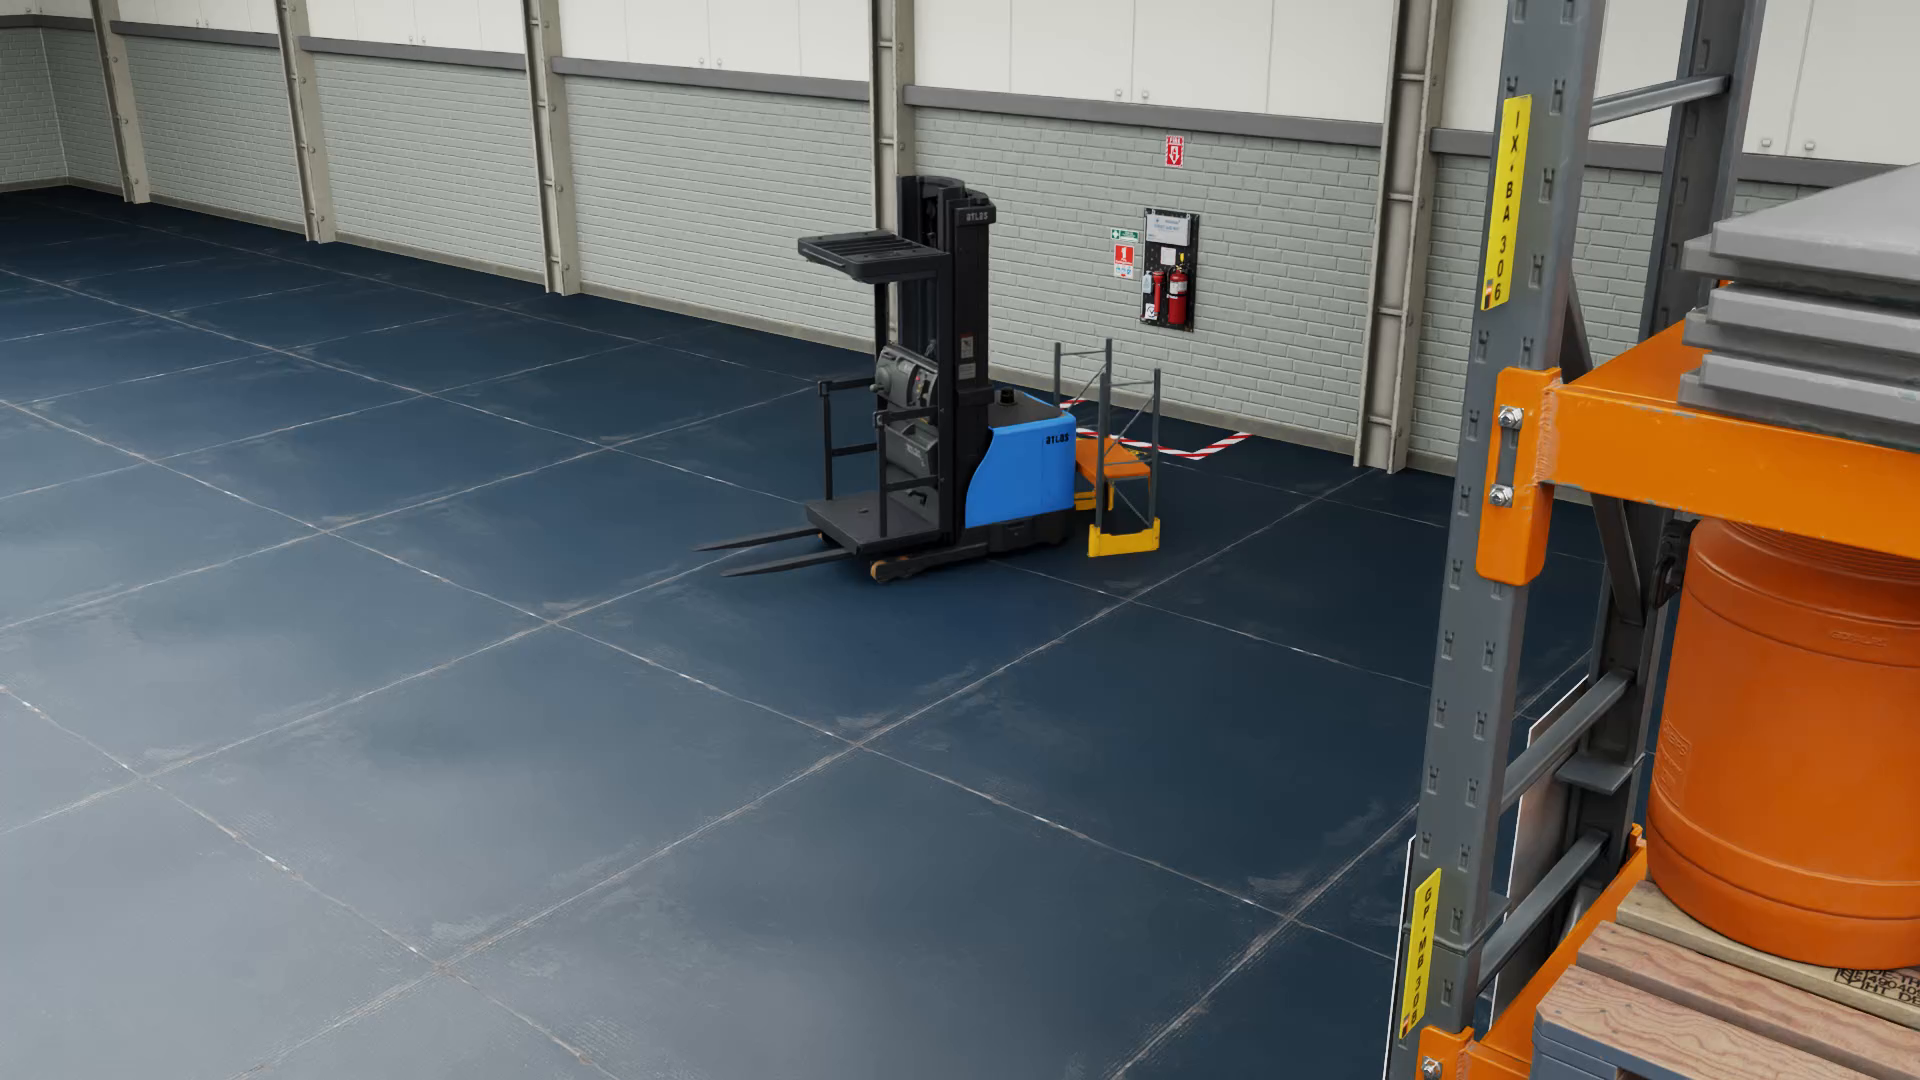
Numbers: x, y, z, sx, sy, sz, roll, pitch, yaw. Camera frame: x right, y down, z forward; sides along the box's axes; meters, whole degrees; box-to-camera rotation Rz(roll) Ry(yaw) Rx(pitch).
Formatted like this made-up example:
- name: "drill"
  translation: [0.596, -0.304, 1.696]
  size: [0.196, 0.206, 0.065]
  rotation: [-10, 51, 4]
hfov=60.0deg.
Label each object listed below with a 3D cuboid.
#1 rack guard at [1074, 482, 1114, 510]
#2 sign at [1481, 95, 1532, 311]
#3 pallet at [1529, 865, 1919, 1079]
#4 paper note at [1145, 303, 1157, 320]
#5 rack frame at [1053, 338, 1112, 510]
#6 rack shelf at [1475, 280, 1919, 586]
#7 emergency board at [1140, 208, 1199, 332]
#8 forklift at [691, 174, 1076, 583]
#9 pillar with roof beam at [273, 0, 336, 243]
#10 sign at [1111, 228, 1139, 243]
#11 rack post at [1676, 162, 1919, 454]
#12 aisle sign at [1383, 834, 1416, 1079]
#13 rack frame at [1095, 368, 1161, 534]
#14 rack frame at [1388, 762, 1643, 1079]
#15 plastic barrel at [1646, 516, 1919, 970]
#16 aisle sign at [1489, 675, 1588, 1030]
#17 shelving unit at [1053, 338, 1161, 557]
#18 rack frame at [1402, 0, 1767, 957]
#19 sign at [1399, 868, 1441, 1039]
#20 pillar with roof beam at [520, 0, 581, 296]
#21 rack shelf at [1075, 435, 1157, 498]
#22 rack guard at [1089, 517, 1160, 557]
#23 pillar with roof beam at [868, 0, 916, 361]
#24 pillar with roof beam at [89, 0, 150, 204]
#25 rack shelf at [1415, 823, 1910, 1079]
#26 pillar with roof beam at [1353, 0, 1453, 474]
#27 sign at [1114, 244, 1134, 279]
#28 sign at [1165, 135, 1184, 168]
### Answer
- name: "rack guard"
  translation: [1.032, -0.362, 14.273]
  size: [0.587, 0.250, 0.087]
  rotation: [-6, 22, -16]
- name: "sign"
  translation: [0.859, -0.529, 2.613]
  size: [0.005, 0.325, 0.100]
  rotation: [16, 26, 36]
- name: "pallet"
  translation: [1.789, 0.927, 2.974]
  size: [1.213, 0.211, 1.003]
  rotation: [16, 26, 36]
- name: "paper note"
  translation: [1.931, -2.304, 16.775]
  size: [0.142, 0.148, 0.016]
  rotation: [16, 26, 36]
- name: "rack frame"
  translation: [1.027, -0.953, 14.070]
  size: [0.500, 1.500, 0.032]
  rotation: [-6, 22, -16]
- name: "rack shelf"
  translation: [2.759, 0.194, 1.986]
  size: [4.000, 0.370, 1.077]
  rotation: [16, 26, 36]
- name: "emergency board"
  translation: [2.024, -2.658, 16.464]
  size: [0.643, 1.169, 0.194]
  rotation: [16, 26, 36]
- name: "forklift"
  translation: [-0.596, -1.255, 12.844]
  size: [3.031, 2.935, 1.130]
  rotation: [-11, 23, -27]
- name: "pillar with roof beam"
  translation: [-12.752, -7.742, 21.445]
  size: [0.400, 9.000, 9.100]
  rotation: [16, 26, 36]
- name: "sign"
  translation: [1.659, -3.070, 16.757]
  size: [0.331, 0.109, 0.001]
  rotation: [16, 26, 36]
- name: "rack post"
  translation: [1.715, -0.338, 2.521]
  size: [0.937, 0.300, 0.954]
  rotation: [-19, 28, -41]
- name: "aisle sign"
  translation: [0.969, 0.879, 3.402]
  size: [0.004, 0.787, 0.394]
  rotation: [16, 26, 36]
- name: "rack frame"
  translation: [1.323, -0.610, 13.160]
  size: [0.500, 1.500, 0.032]
  rotation: [-6, 22, -16]
- name: "rack frame"
  translation: [1.210, 2.031, 4.030]
  size: [0.127, 3.000, 1.000]
  rotation: [16, 26, 36]
- name: "plastic barrel"
  translation: [1.667, 0.304, 3.156]
  size: [0.708, 0.830, 0.600]
  rotation: [16, 26, 36]
- name: "aisle sign"
  translation: [1.342, 0.718, 3.830]
  size: [0.004, 0.787, 0.394]
  rotation: [16, 26, 36]
- name: "shelving unit"
  translation: [1.178, -0.778, 13.606]
  size: [0.587, 1.500, 1.083]
  rotation: [-6, 22, -16]
- name: "rack frame"
  translation: [1.210, -0.776, 2.972]
  size: [0.127, 3.000, 1.000]
  rotation: [16, 26, 36]
- name: "sign"
  translation: [0.859, 0.773, 3.103]
  size: [0.005, 0.325, 0.100]
  rotation: [16, 26, 36]
- name: "pillar with roof beam"
  translation: [-8.104, -6.403, 17.895]
  size: [0.400, 9.000, 9.100]
  rotation: [16, 26, 36]
- name: "rack shelf"
  translation: [1.175, -0.613, 13.678]
  size: [0.538, 0.185, 1.000]
  rotation: [-6, 22, -16]
- name: "rack guard"
  translation: [1.323, -0.025, 13.381]
  size: [0.587, 0.250, 0.087]
  rotation: [-6, 22, -16]
- name: "pillar with roof beam"
  translation: [-3.456, -5.065, 14.345]
  size: [0.400, 9.000, 9.100]
  rotation: [16, 26, 36]
- name: "pillar with roof beam"
  translation: [-17.401, -9.081, 24.994]
  size: [0.400, 9.000, 9.100]
  rotation: [16, 26, 36]
- name: "rack shelf"
  translation: [2.759, 1.411, 2.445]
  size: [4.000, 0.370, 1.077]
  rotation: [16, 26, 36]
- name: "pillar with roof beam"
  translation: [1.193, -3.726, 10.795]
  size: [0.400, 9.000, 9.100]
  rotation: [16, 26, 36]
- name: "sign"
  translation: [1.661, -2.826, 16.860]
  size: [0.234, 0.329, 0.001]
  rotation: [16, 26, 36]
- name: "sign"
  translation: [2.081, -3.771, 16.132]
  size: [0.199, 0.298, 0.001]
  rotation: [16, 26, 36]
